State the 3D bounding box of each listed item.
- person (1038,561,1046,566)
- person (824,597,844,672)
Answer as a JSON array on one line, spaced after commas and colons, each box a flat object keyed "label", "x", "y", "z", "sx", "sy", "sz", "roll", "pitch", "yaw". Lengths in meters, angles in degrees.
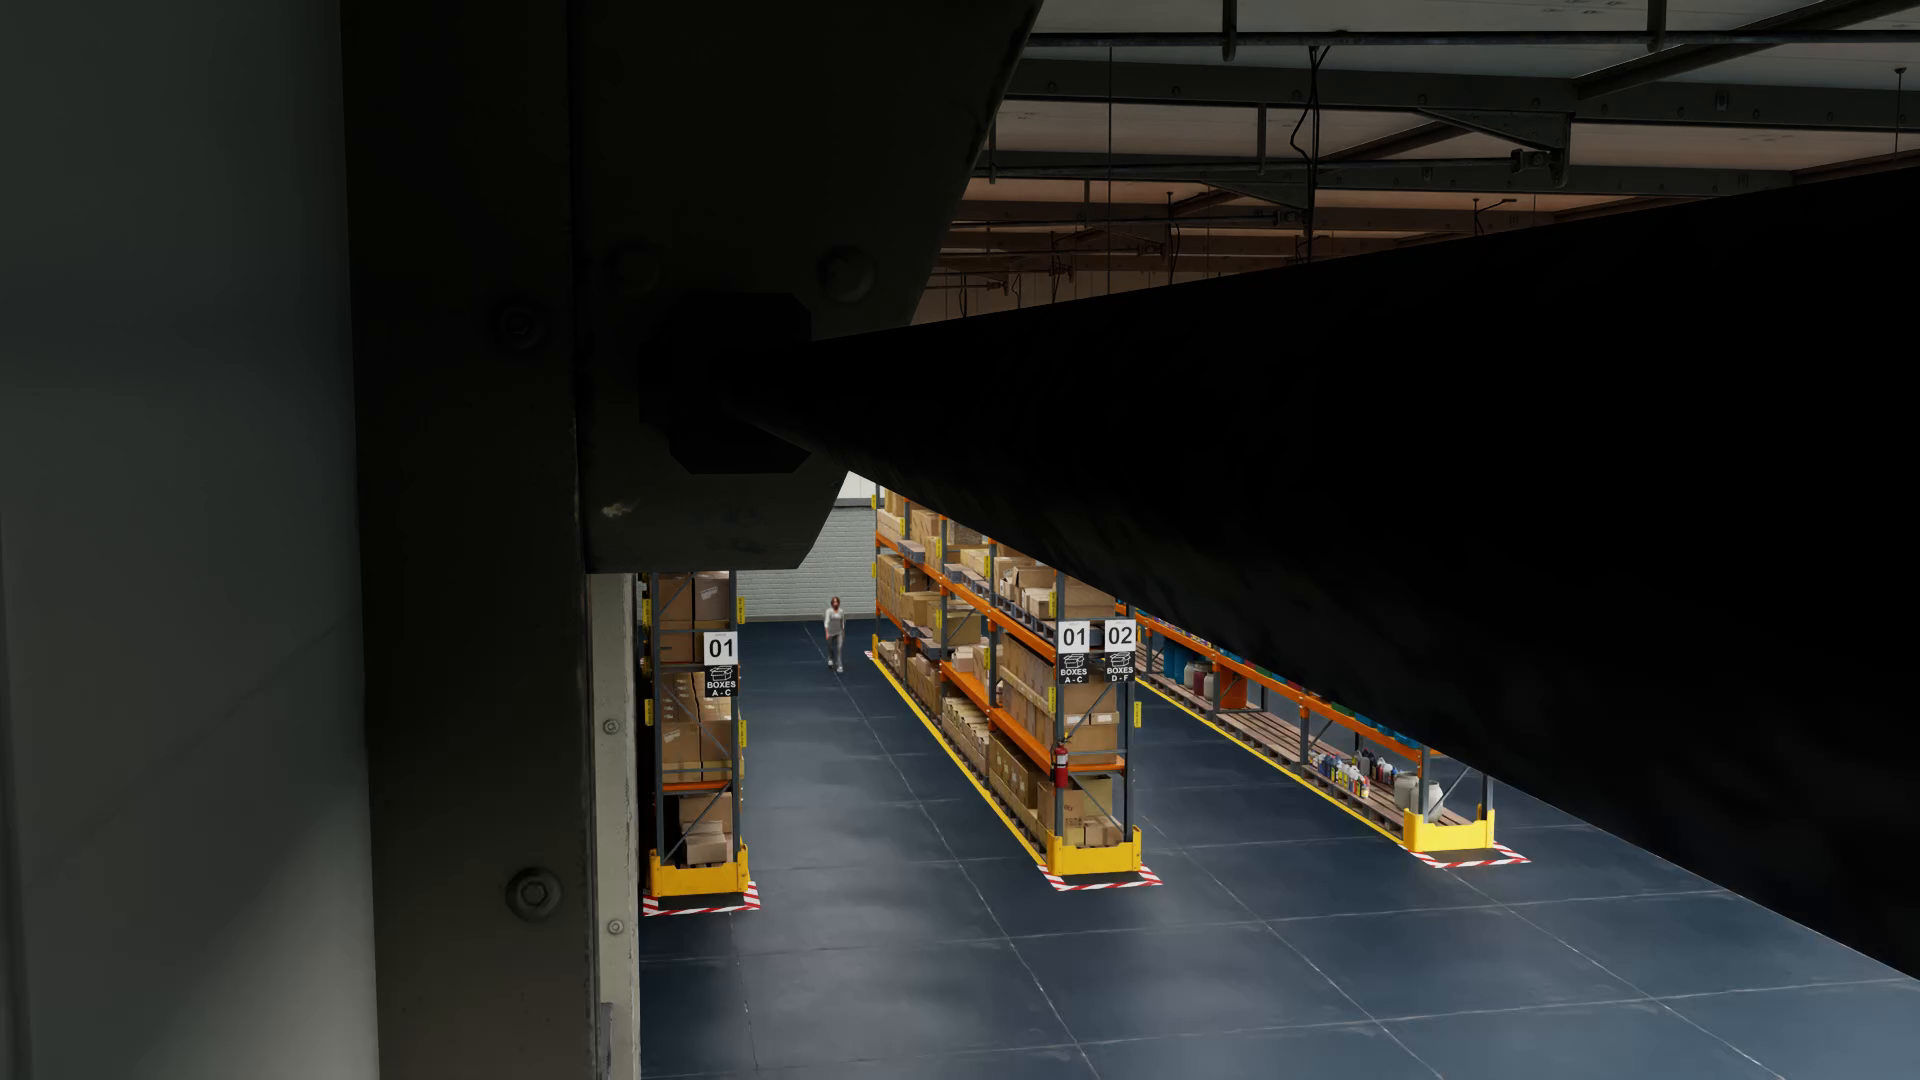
[{"label": "person", "x": 2.083, "y": 1.226, "z": 41.254, "sx": 1.045, "sy": 1.751, "sz": 0.518, "roll": -3, "pitch": 6, "yaw": -24}, {"label": "person", "x": -2.638, "y": 1.965, "z": 34.963, "sx": 0.441, "sy": 1.534, "sz": 0.994, "roll": -1, "pitch": 6, "yaw": -12}]
